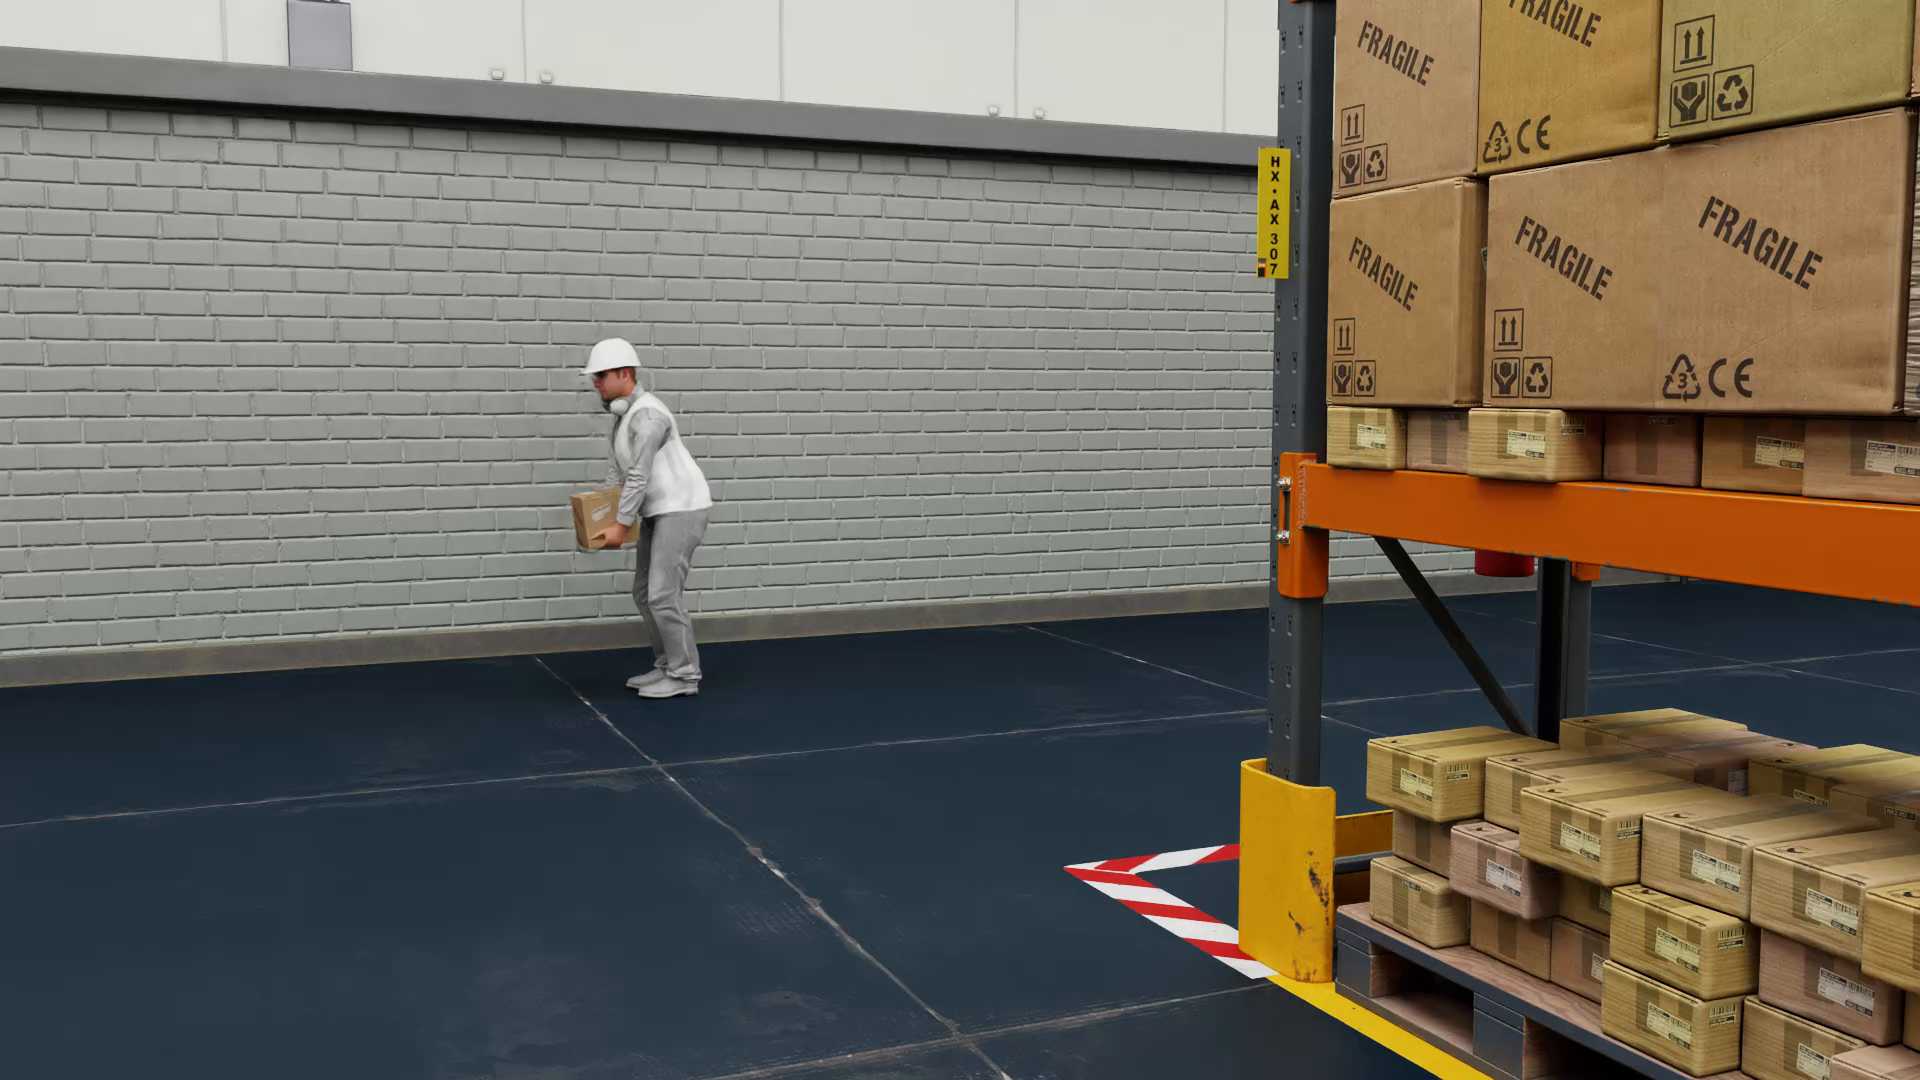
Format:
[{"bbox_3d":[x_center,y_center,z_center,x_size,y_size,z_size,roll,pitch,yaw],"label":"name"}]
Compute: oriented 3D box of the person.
[{"bbox_3d":[-1.517,-0.105,8.041,0.615,1.722,0.476,-2,6,-25],"label":"person"}]
